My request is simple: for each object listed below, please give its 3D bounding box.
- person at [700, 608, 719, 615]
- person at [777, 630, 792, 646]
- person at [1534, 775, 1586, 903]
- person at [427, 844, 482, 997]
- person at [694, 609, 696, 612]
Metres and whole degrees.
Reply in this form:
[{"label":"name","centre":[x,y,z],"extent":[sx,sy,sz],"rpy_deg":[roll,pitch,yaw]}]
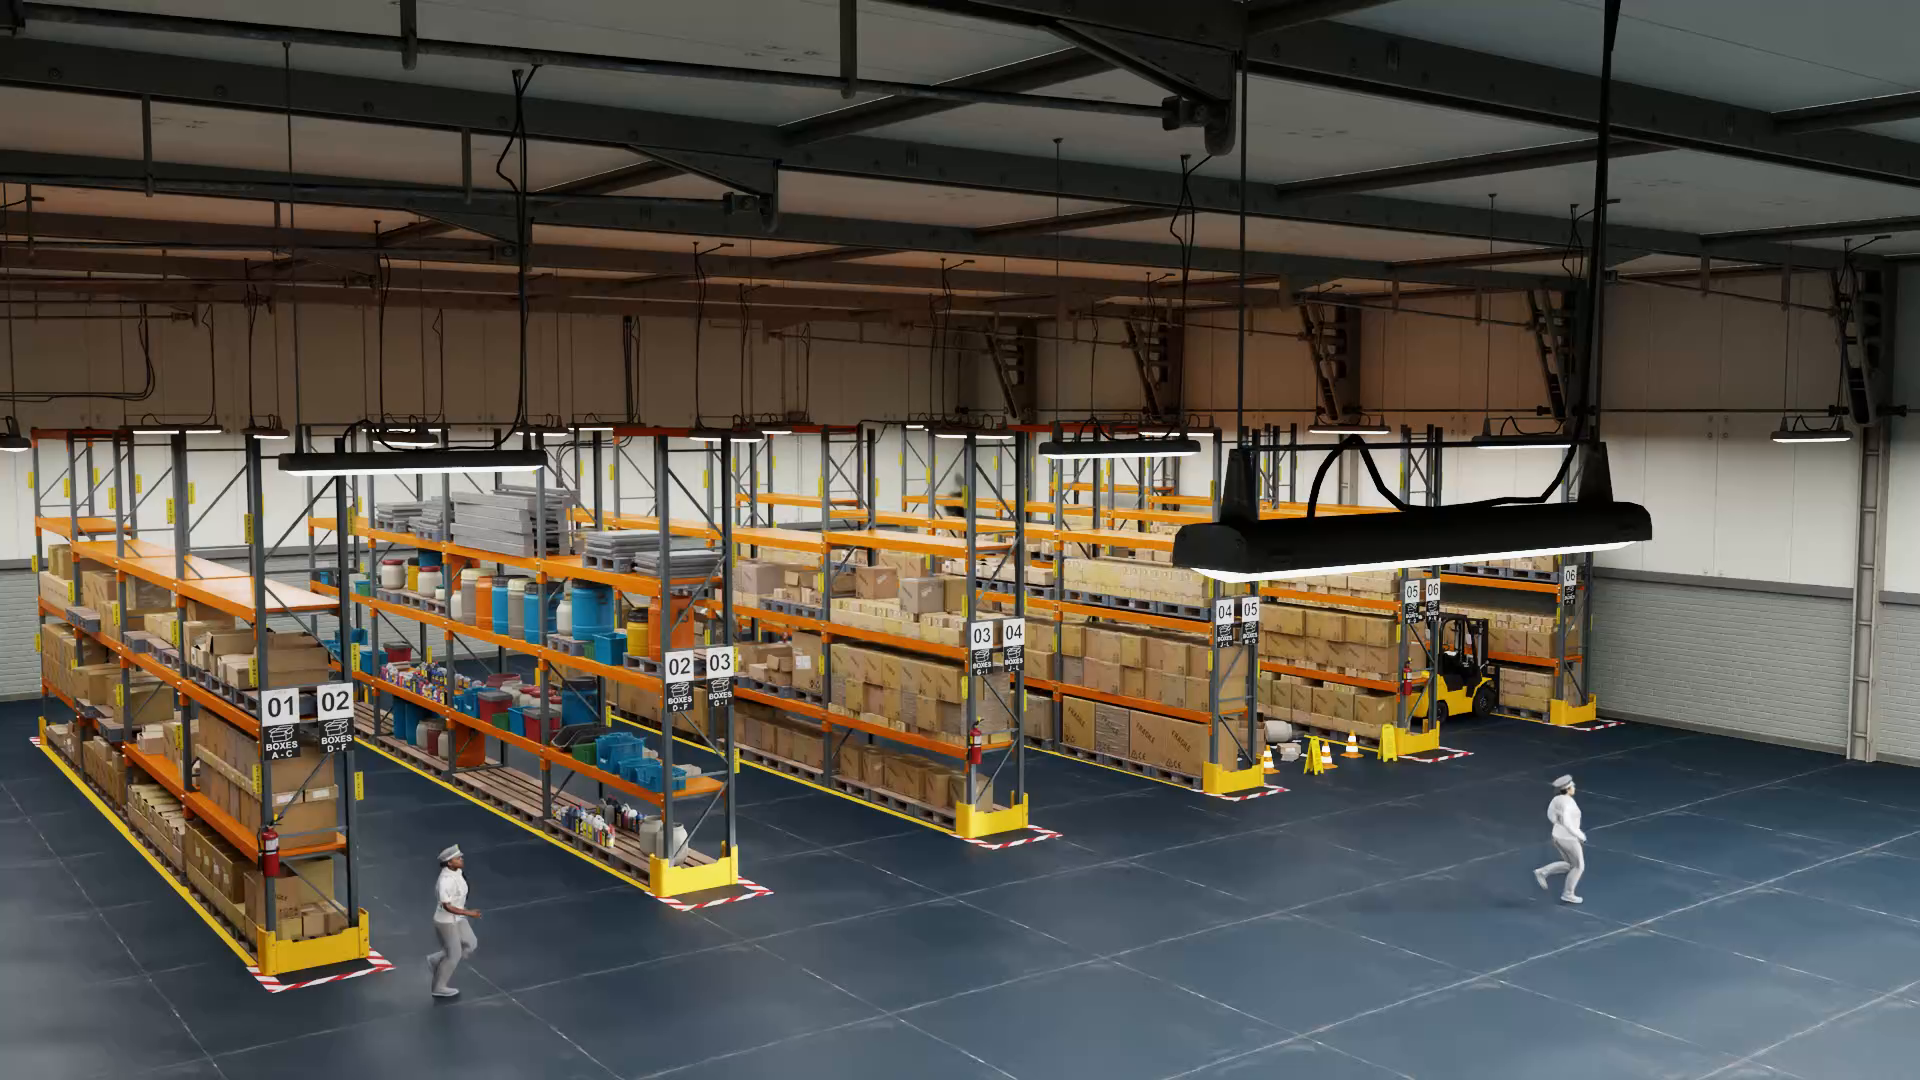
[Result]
[{"label":"person","centre":[-6.212,2.298,40.615],"extent":[0.730,1.700,0.545],"rpy_deg":[2,5,21]},{"label":"person","centre":[-3.820,2.732,35.981],"extent":[0.569,1.556,0.738],"rpy_deg":[-2,5,-29]},{"label":"person","centre":[7.738,3.839,21.348],"extent":[0.587,1.665,0.617],"rpy_deg":[0,4,-5]},{"label":"person","centre":[-5.469,4.093,17.988],"extent":[0.622,1.656,0.597],"rpy_deg":[0,4,-4]},{"label":"person","centre":[-6.653,2.456,40.180],"extent":[0.760,1.433,0.535],"rpy_deg":[1,5,10]}]
